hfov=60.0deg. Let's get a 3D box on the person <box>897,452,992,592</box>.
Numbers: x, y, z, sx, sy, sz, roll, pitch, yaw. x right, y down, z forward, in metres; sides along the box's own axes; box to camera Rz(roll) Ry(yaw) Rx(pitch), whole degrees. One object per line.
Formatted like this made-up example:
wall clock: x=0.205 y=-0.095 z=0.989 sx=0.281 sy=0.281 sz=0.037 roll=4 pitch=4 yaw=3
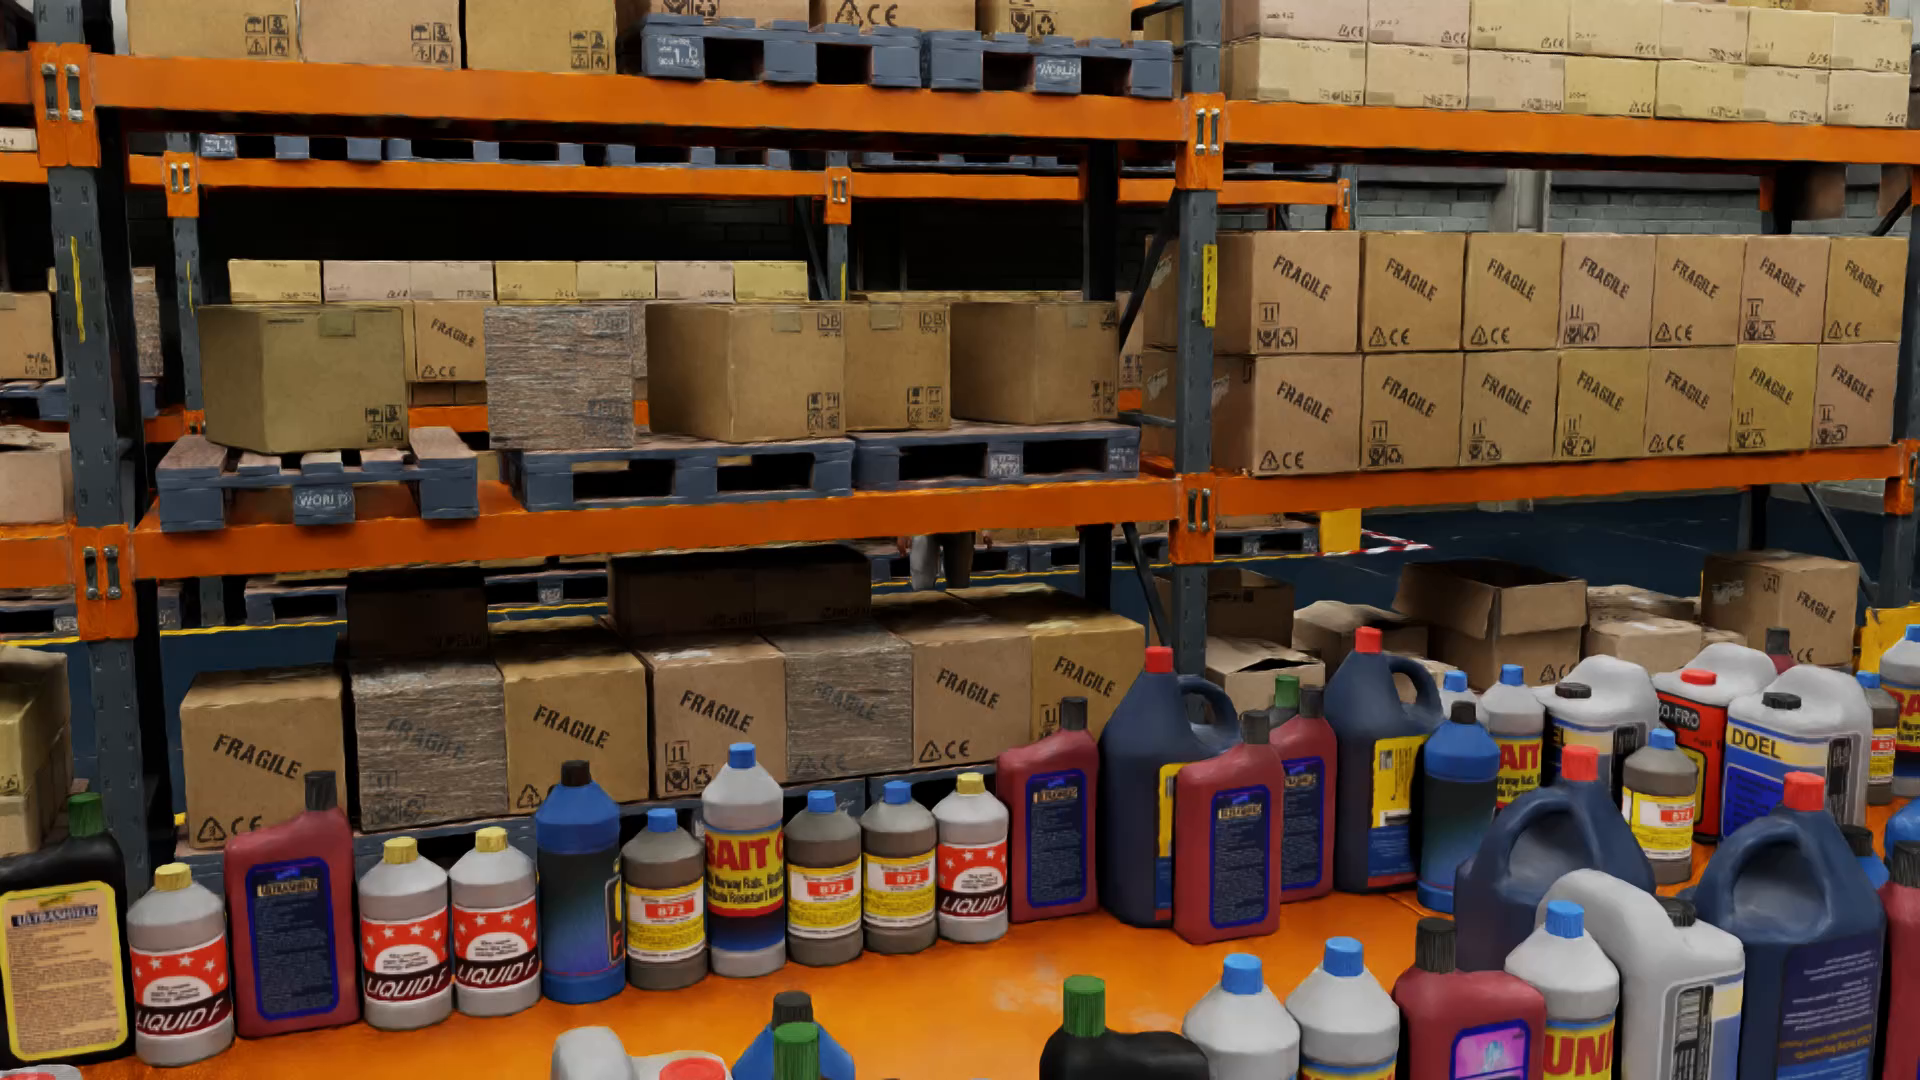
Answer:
person: x=-0.090 y=-0.041 z=8.668 sx=0.511 sy=1.595 sz=0.401 roll=-3 pitch=10 yaw=-18
